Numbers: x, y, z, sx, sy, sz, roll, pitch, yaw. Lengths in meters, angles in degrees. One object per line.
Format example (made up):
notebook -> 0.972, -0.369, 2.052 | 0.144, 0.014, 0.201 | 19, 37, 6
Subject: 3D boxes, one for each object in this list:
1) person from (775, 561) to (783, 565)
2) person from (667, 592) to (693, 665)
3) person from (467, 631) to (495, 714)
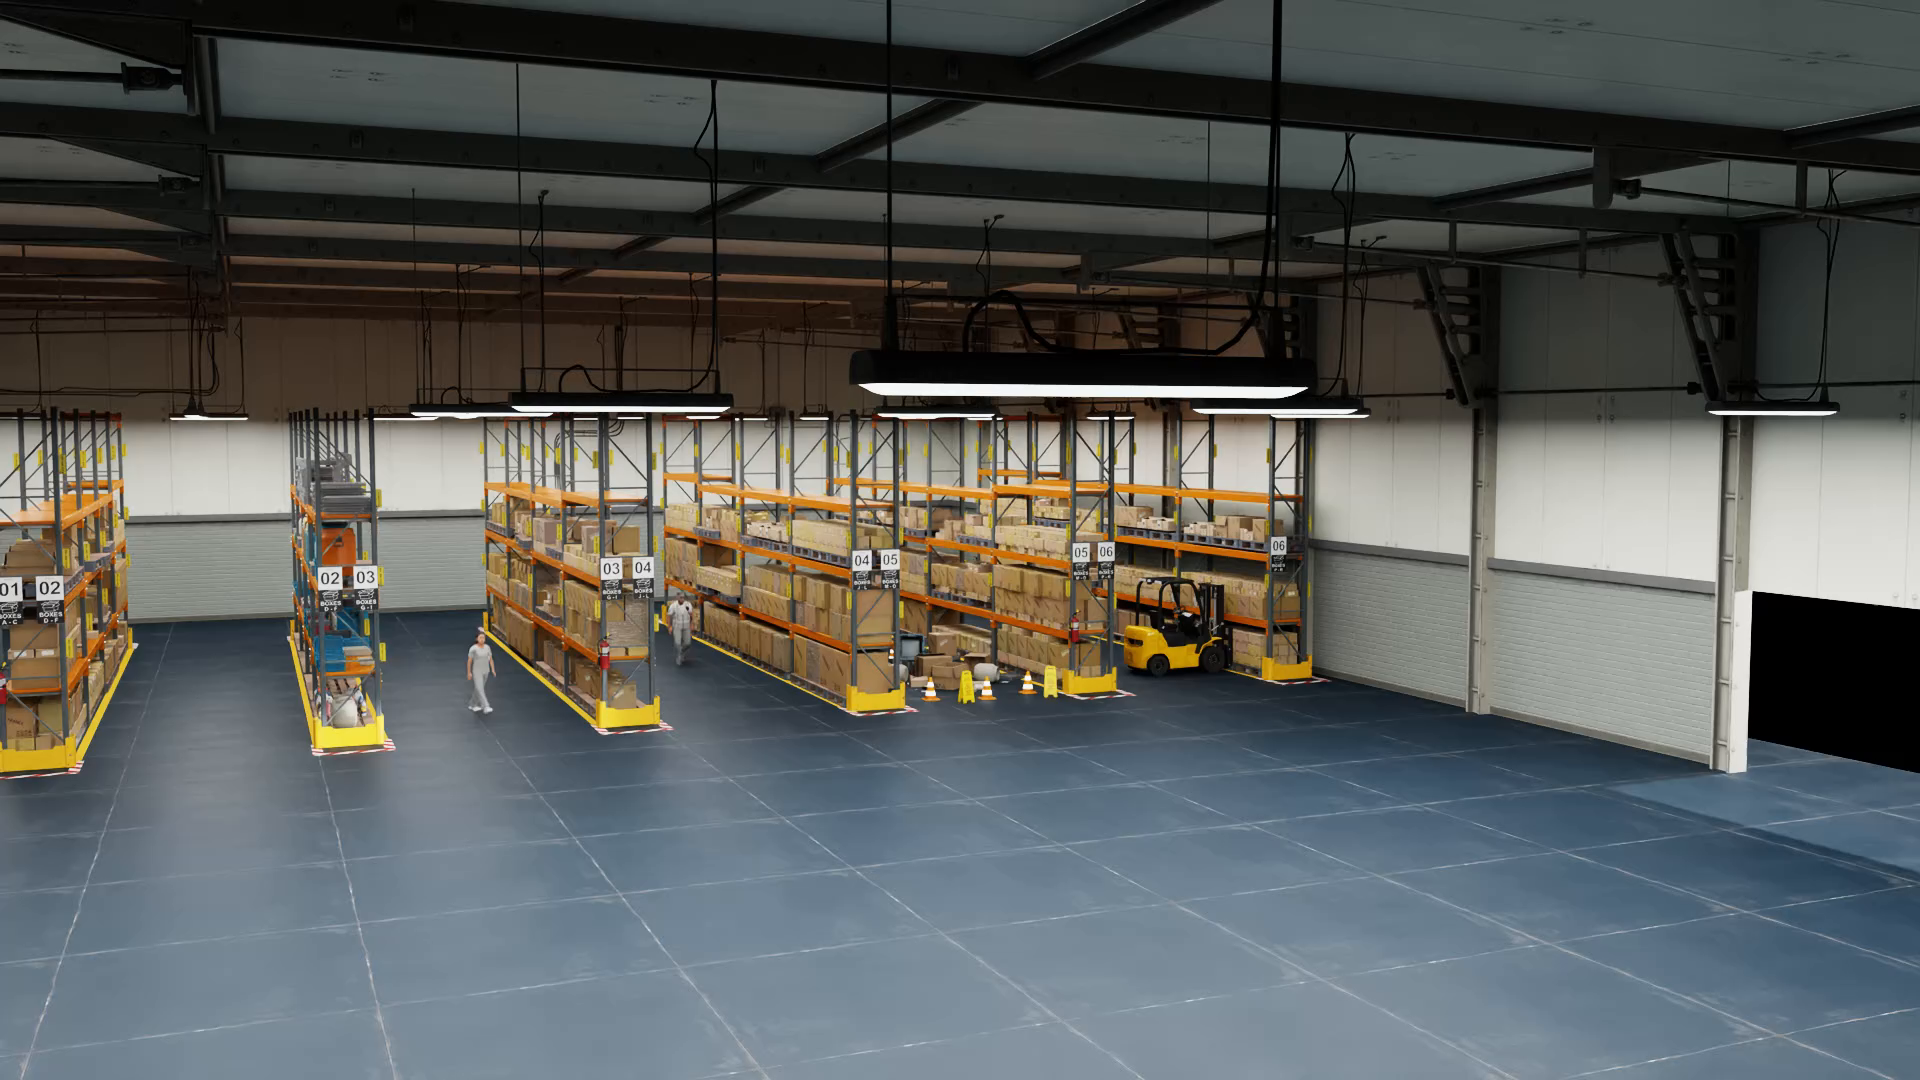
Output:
person -> -5.270, 1.451, 48.684 | 0.590, 1.835, 0.644 | 0, 4, -1
person -> -6.689, 2.084, 39.716 | 0.636, 1.745, 0.624 | -2, 4, -24
person -> -9.380, 2.601, 32.672 | 1.059, 1.609, 0.483 | 3, 5, 37
